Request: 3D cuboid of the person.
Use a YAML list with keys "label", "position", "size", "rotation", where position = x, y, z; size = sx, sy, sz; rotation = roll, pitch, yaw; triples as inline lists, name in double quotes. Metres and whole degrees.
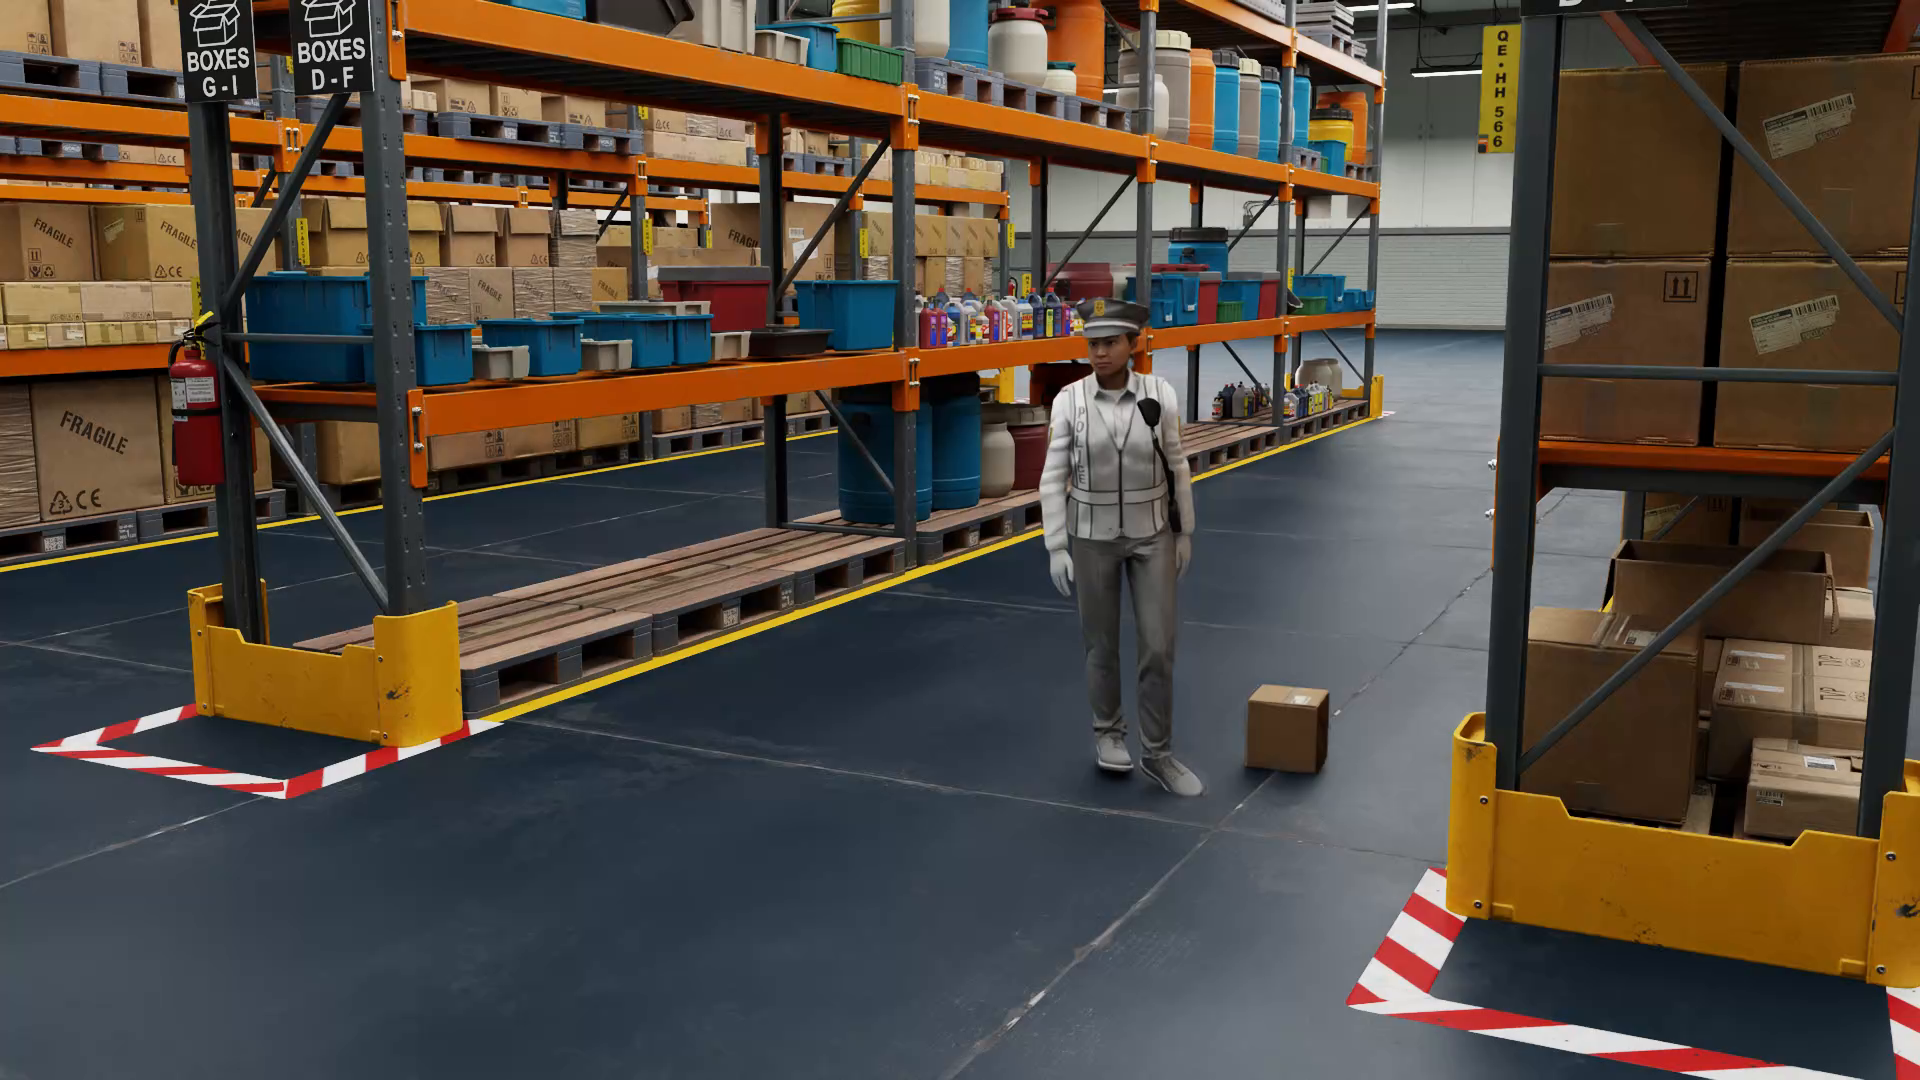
- label: "person"
  position: [0.567, 0.027, 5.732]
  size: [0.580, 1.719, 0.491]
  rotation: [1, 9, 6]
